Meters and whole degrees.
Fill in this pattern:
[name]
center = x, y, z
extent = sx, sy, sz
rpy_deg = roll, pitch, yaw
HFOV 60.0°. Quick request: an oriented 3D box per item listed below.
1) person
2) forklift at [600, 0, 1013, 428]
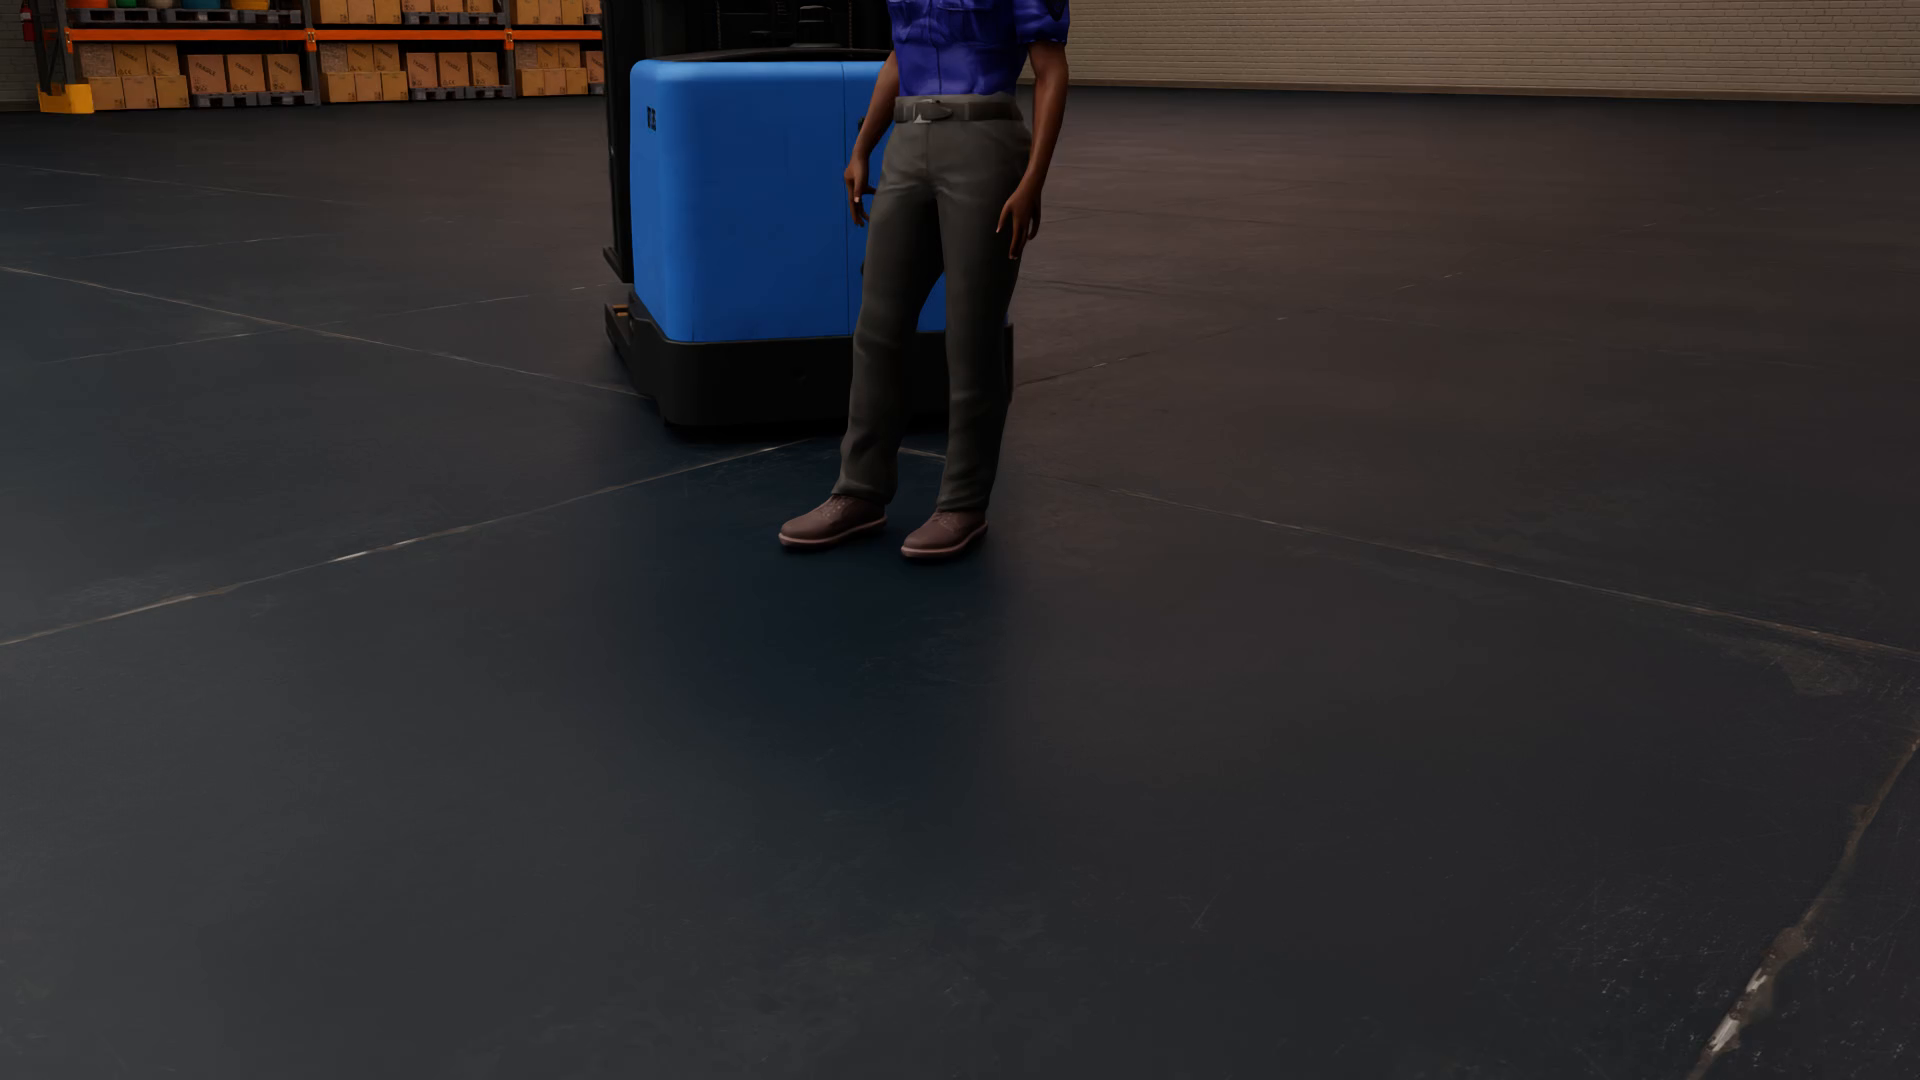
[person]
center = -0.071, -0.783, 3.647
extent = 0.569, 1.655, 0.504
rpy_deg = 13, 21, 37
[forklift]
center = -0.739, -2.116, 5.867
extent = 1.130, 2.935, 3.031
rpy_deg = -5, 18, -15
